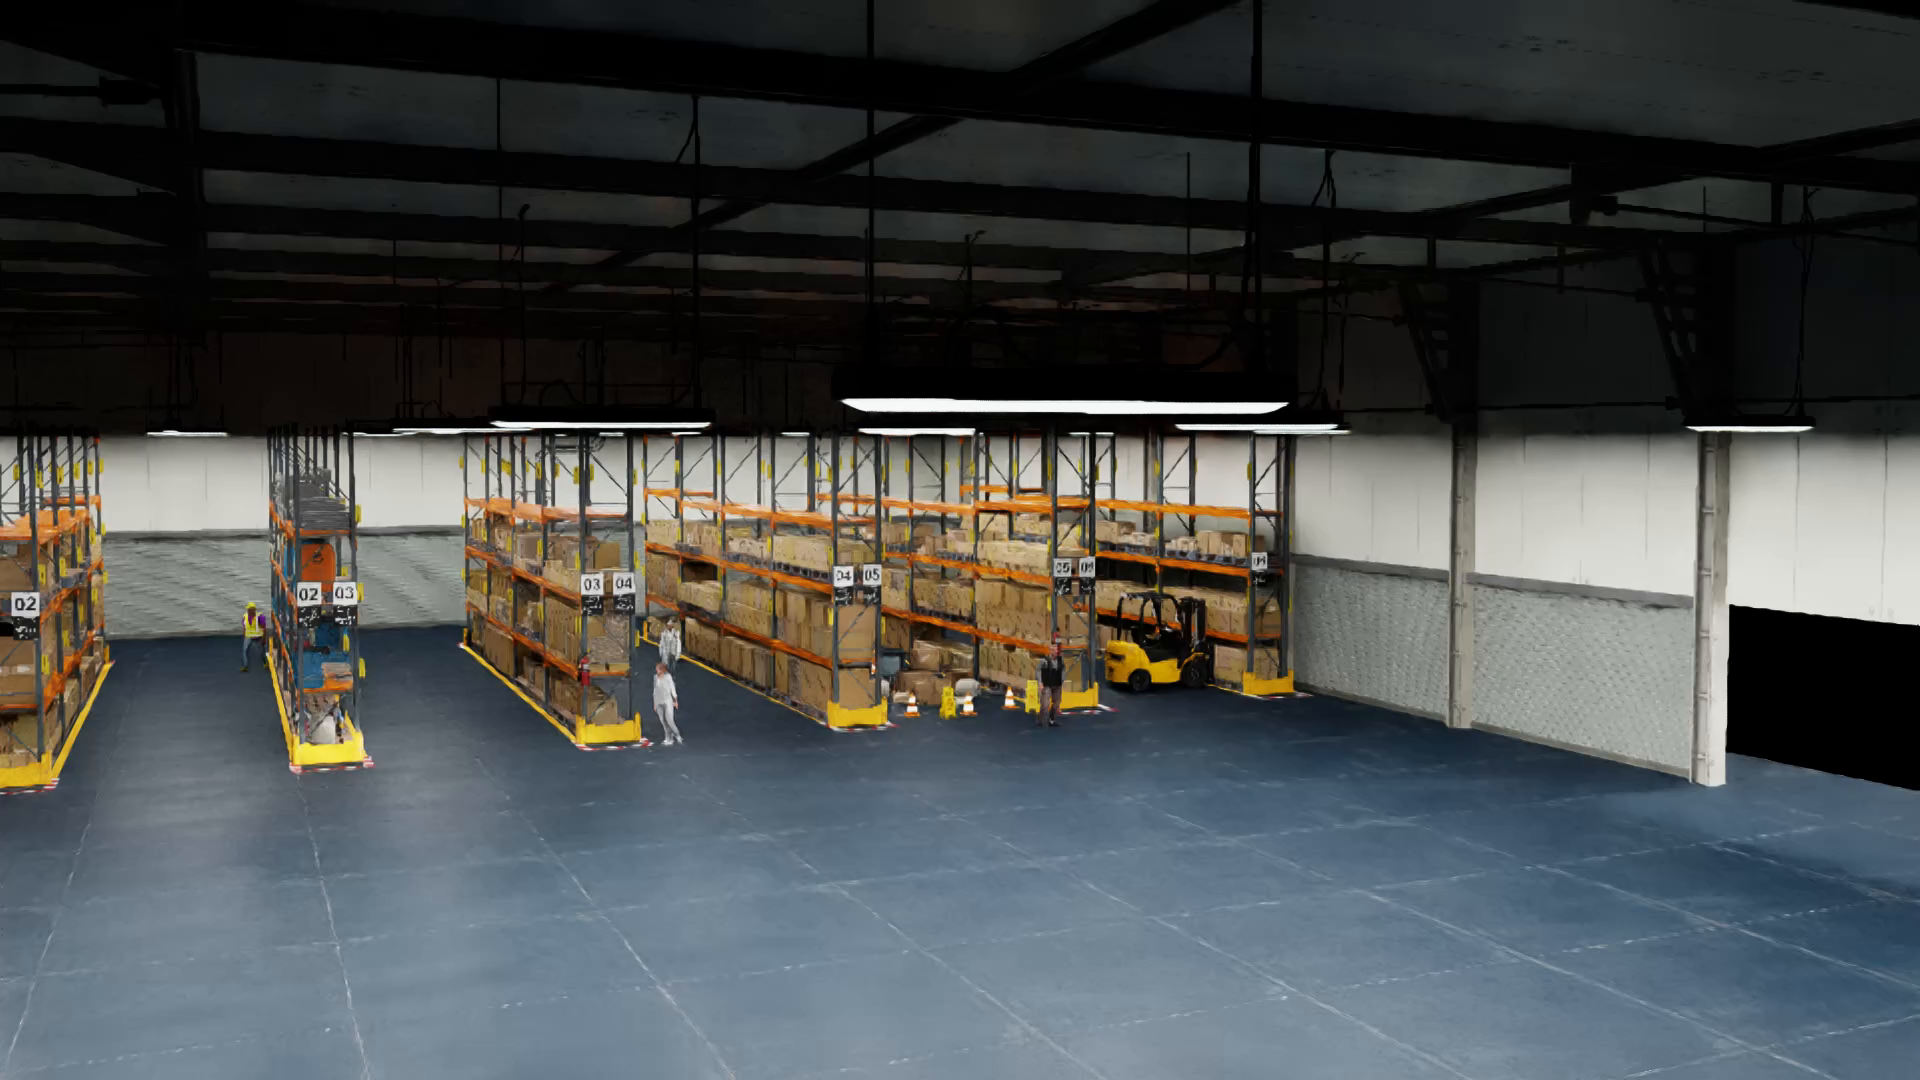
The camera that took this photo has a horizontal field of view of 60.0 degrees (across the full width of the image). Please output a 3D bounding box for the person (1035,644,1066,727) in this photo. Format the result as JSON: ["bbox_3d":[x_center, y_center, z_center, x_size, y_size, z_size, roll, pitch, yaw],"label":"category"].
[{"bbox_3d":[1.793,2.925,32.933,0.677,1.586,0.534,-2,4,-25],"label":"person"}]

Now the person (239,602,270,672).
[{"bbox_3d":[-17.428,2.367,41.063,0.615,1.716,0.973,0,3,-3],"label":"person"}]

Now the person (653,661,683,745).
[{"bbox_3d":[-5.448,3.033,30.984,0.544,1.587,0.425,1,4,21],"label":"person"}]

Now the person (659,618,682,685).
[{"bbox_3d":[-6.607,2.575,37.976,0.482,1.621,0.989,-1,4,-15],"label":"person"}]
